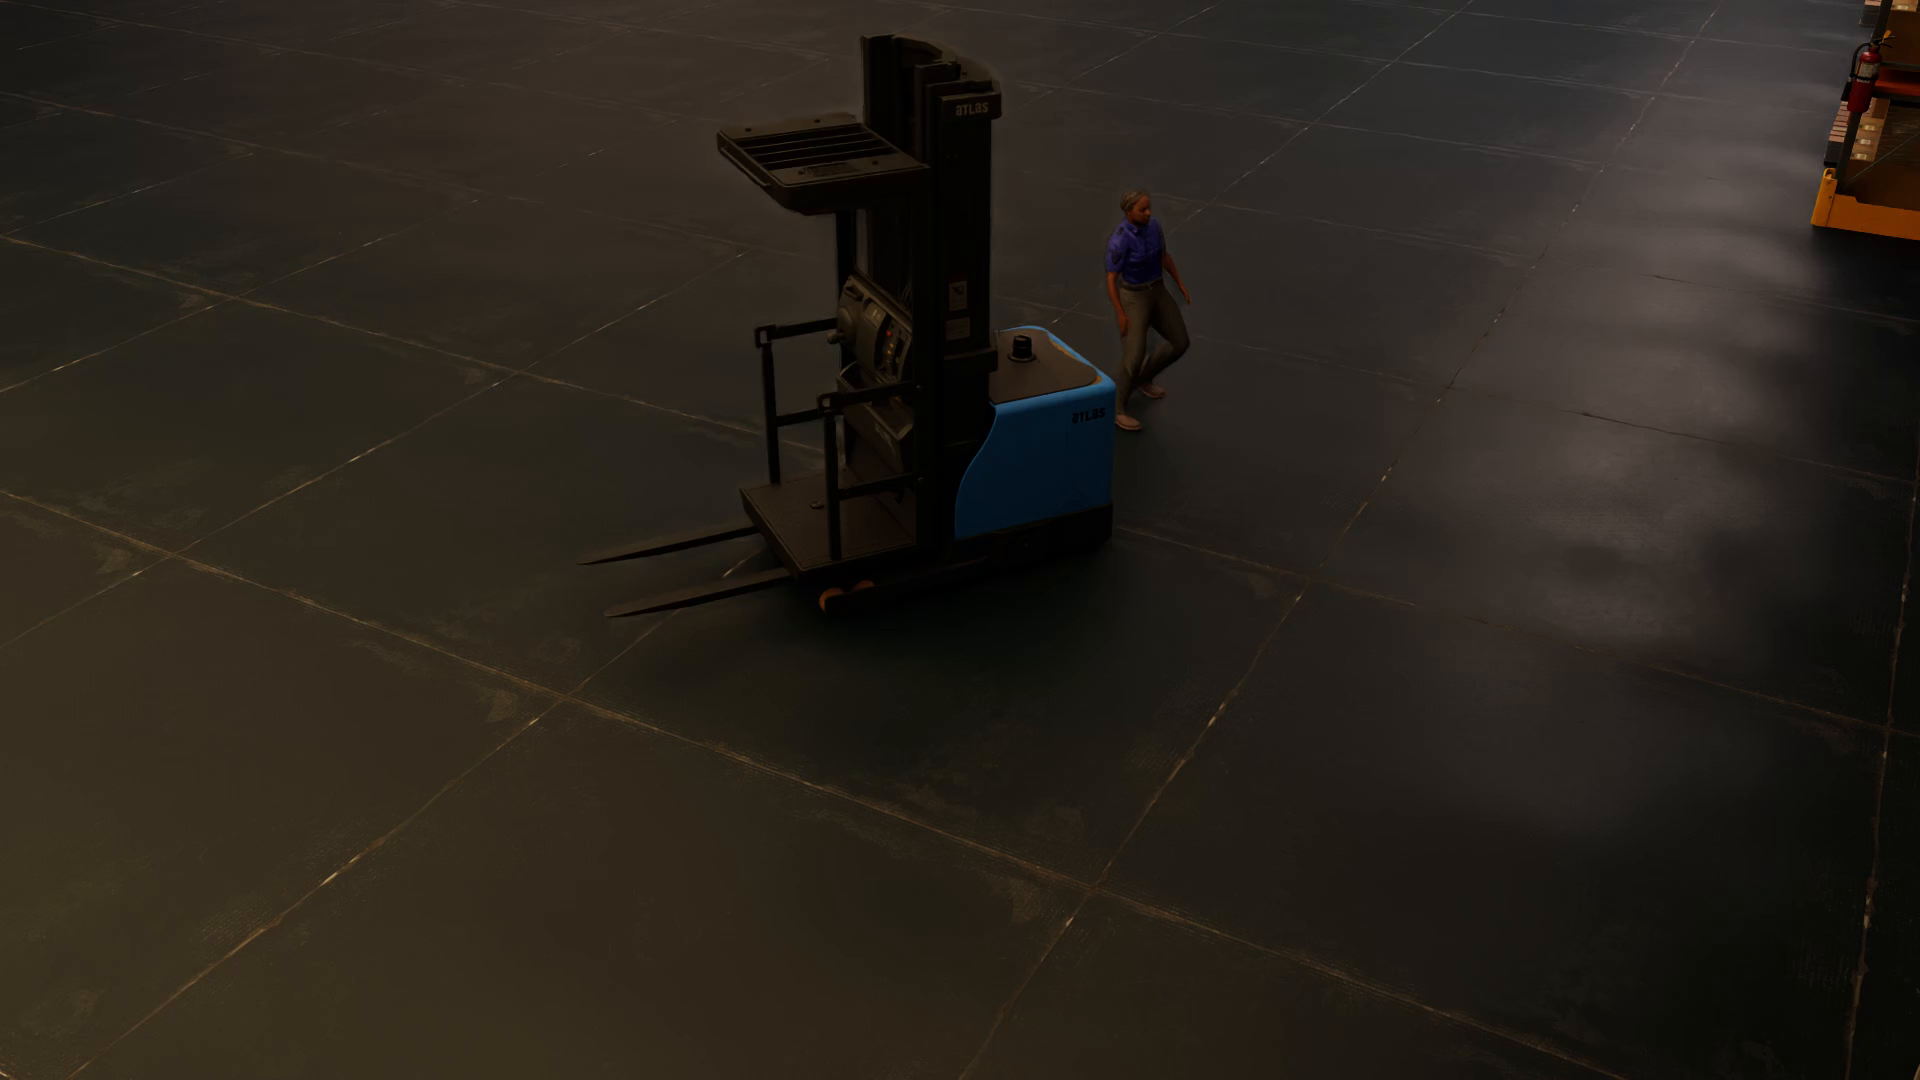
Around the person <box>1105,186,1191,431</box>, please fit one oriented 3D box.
[{"bbox_3d":[1.238,-1.588,11.187,0.700,1.559,0.547,-21,36,-32],"label":"person"}]

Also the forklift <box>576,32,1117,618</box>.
[{"bbox_3d":[-0.651,-1.137,9.041,3.031,2.935,1.130,-13,32,-21],"label":"forklift"}]
